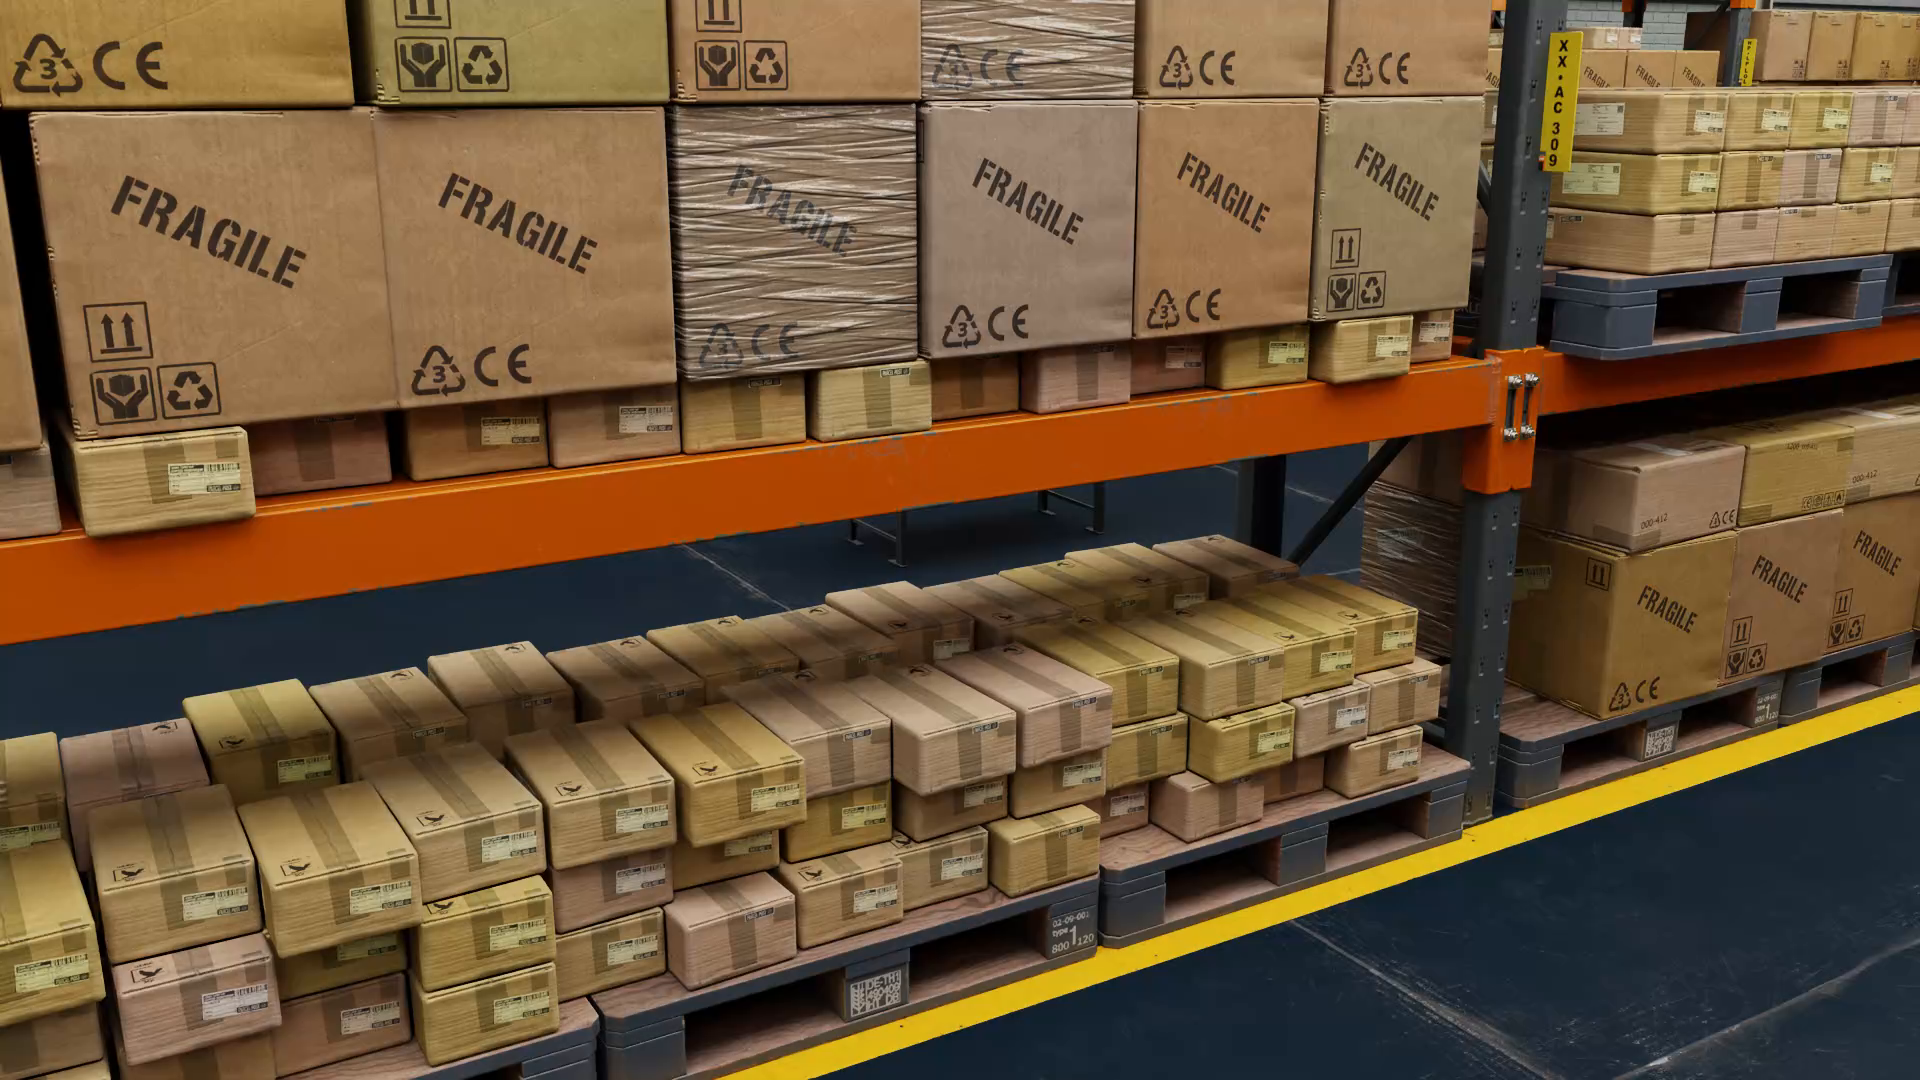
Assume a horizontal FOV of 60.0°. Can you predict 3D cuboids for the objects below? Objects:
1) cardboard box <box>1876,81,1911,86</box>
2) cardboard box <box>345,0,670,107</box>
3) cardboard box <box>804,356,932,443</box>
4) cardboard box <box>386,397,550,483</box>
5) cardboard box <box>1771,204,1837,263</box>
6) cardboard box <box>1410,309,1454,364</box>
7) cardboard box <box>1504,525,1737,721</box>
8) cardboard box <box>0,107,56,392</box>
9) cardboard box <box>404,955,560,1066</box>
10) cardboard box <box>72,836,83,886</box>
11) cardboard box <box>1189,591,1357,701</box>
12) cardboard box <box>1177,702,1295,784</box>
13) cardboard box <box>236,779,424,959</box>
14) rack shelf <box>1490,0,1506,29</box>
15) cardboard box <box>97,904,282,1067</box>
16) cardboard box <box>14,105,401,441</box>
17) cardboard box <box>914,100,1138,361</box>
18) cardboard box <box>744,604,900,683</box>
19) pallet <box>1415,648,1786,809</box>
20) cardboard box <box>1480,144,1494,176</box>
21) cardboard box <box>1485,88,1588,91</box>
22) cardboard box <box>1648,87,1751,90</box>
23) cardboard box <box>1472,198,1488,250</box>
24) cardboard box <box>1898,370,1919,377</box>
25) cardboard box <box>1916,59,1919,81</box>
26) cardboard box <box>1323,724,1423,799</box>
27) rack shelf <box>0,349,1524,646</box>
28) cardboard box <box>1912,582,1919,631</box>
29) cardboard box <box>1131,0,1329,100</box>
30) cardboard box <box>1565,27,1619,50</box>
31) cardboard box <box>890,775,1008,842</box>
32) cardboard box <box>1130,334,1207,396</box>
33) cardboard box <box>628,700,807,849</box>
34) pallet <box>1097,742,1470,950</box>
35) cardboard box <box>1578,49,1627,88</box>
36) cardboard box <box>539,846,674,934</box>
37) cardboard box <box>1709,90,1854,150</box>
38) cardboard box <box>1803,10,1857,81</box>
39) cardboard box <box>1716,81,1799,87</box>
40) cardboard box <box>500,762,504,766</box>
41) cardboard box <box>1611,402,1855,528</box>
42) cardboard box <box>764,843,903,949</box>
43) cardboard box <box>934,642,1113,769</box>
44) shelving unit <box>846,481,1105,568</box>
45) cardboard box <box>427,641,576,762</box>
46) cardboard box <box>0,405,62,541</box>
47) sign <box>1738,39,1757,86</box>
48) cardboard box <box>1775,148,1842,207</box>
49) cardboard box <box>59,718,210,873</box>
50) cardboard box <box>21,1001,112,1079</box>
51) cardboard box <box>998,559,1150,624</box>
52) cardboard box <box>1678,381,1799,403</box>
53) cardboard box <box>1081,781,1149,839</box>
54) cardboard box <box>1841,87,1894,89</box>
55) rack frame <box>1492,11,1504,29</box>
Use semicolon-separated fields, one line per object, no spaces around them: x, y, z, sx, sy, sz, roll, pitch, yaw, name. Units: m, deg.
7.190;-3.419;13.312;0.500;0.500;0.500;-9;18;-29;cardboard box
-0.851;-1.027;2.928;0.500;0.500;0.500;-10;18;-31;cardboard box
-0.258;-0.322;3.466;0.250;0.149;0.380;-9;18;-29;cardboard box
-0.961;-0.233;3.147;0.250;0.149;0.380;-9;18;-30;cardboard box
2.195;-0.874;4.657;0.250;0.149;0.380;-9;18;-29;cardboard box
1.046;-0.556;4.300;0.250;0.149;0.380;-9;18;-30;cardboard box
1.940;0.189;5.030;0.500;0.500;0.500;-8;18;-28;cardboard box
-1.562;-0.598;3.251;0.500;0.500;0.500;-10;18;-31;cardboard box
-0.978;0.856;3.304;0.250;0.149;0.380;-9;18;-29;cardboard box
-1.953;0.673;3.403;0.250;0.149;0.380;-10;18;-31;cardboard box
0.800;0.268;4.299;0.250;0.149;0.380;-9;18;-29;cardboard box
0.617;0.456;4.179;0.250;0.149;0.380;-10;18;-32;cardboard box
-1.178;0.604;3.100;0.250;0.149;0.380;-9;18;-30;cardboard box
4.546;-5.538;17.383;4.000;0.370;1.077;-9;18;-30;rack shelf
-1.414;0.774;3.043;0.250;0.149;0.380;-9;18;-30;cardboard box
-1.286;-0.485;2.845;0.500;0.500;0.500;-9;18;-30;cardboard box
0.028;-0.689;3.573;0.500;0.500;0.500;-9;18;-30;cardboard box
-0.353;0.300;4.185;0.250;0.149;0.380;-10;19;-32;cardboard box
1.836;0.464;5.365;1.213;0.211;1.003;-9;18;-30;pallet
1.409;-1.096;4.899;0.250;0.149;0.380;-9;18;-28;cardboard box
1.643;-1.277;4.992;0.250;0.149;0.380;-10;18;-31;cardboard box
2.303;-1.382;5.368;0.250;0.149;0.380;-10;18;-32;cardboard box
1.408;-0.953;4.939;0.250;0.149;0.380;-10;18;-31;cardboard box
3.720;-0.458;5.950;0.500;0.250;0.500;-9;18;-29;cardboard box
7.673;-3.958;13.383;0.500;0.500;0.700;-9;18;-30;cardboard box
1.009;0.533;4.454;0.250;0.149;0.380;-9;18;-29;cardboard box
-0.545;-0.146;3.707;4.000;0.370;1.077;-9;18;-30;rack shelf
3.277;-0.025;5.794;0.500;0.500;0.500;-10;19;-32;cardboard box
0.466;-1.242;3.696;0.500;0.500;0.500;-10;18;-31;cardboard box
4.305;-3.461;11.483;0.250;0.149;0.380;-10;19;-32;cardboard box
-0.096;0.541;3.877;0.250;0.149;0.380;-10;19;-32;cardboard box
0.365;-0.451;3.928;0.250;0.149;0.380;-10;18;-31;cardboard box
-0.517;0.488;3.514;0.250;0.149;0.380;-9;18;-29;cardboard box
0.612;0.674;4.616;1.213;0.211;1.003;-9;18;-30;pallet
4.244;-3.151;11.577;0.500;0.500;0.500;-9;18;-28;cardboard box
-0.795;0.650;3.485;0.250;0.149;0.380;-10;19;-32;cardboard box
2.201;-1.162;4.582;0.250;0.149;0.380;-9;18;-29;cardboard box
6.329;-3.764;12.690;0.500;0.500;0.700;-9;18;-29;cardboard box
5.912;-3.202;12.539;0.500;0.500;0.500;-9;18;-30;cardboard box
-1.072;0.526;3.930;0.250;0.149;0.380;-9;18;-29;cardboard box
2.395;-0.246;5.195;0.500;0.250;0.500;-9;18;-28;cardboard box
-0.326;0.739;3.720;0.250;0.149;0.380;-9;18;-30;cardboard box
0.143;0.381;3.894;0.250;0.149;0.380;-10;19;-32;cardboard box
0.073;-0.734;7.250;1.048;1.500;0.538;-9;18;-30;shelving unit
-1.078;0.379;3.903;0.250;0.149;0.380;-8;18;-28;cardboard box
-1.615;-0.108;2.702;0.250;0.149;0.380;-8;18;-28;cardboard box
5.680;-3.443;11.991;0.005;0.325;0.100;-9;18;-30;sign
2.187;-1.016;4.613;0.250;0.149;0.380;-9;18;-28;cardboard box
-1.691;0.516;3.415;0.250;0.149;0.380;-9;18;-29;cardboard box
-1.645;0.957;2.942;0.250;0.149;0.380;-9;18;-29;cardboard box
0.310;0.185;4.596;0.250;0.149;0.380;-9;18;-30;cardboard box
2.571;-0.437;5.877;0.500;0.250;0.500;-10;19;-32;cardboard box
0.262;0.610;4.179;0.250;0.149;0.380;-10;18;-31;cardboard box
2.977;-1.492;5.760;0.250;0.149;0.380;-9;18;-28;cardboard box
6.261;-4.718;18.683;0.127;3.000;1.000;-9;18;-30;rack frame
